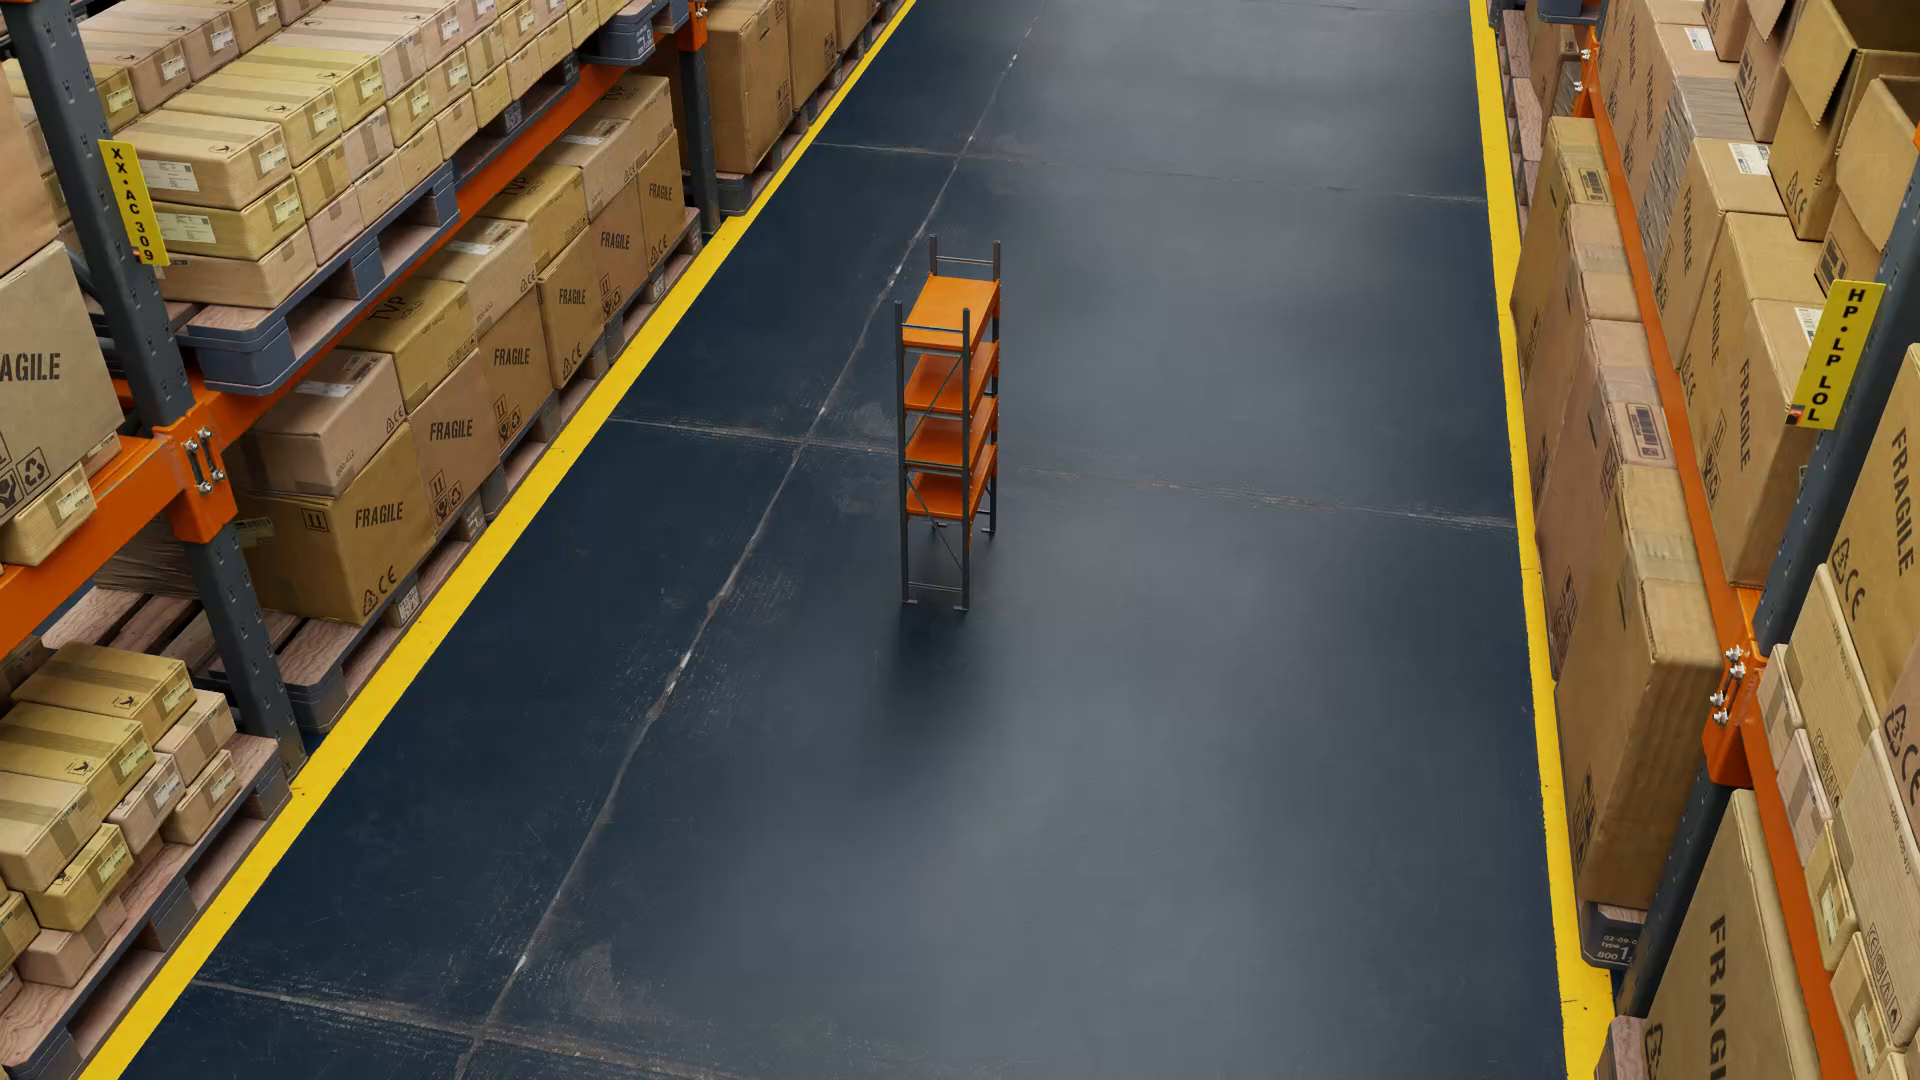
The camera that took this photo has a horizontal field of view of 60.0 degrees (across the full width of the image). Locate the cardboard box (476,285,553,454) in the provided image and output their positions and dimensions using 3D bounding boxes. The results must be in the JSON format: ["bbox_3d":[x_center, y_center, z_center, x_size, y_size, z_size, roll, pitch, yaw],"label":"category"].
[{"bbox_3d":[-1.942,-0.695,6.425,0.500,0.500,0.500,8,37,11],"label":"cardboard box"}]

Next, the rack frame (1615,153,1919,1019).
[{"bbox_3d":[2.255,0.139,3.503,1.000,3.000,0.127,7,37,10],"label":"rack frame"}]

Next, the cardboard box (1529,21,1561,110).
[{"bbox_3d":[3.572,-2.673,9.137,0.700,0.500,0.500,4,36,6],"label":"cardboard box"}]

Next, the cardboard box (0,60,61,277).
[{"bbox_3d":[-2.405,-0.804,3.612,0.500,0.500,0.500,6,36,8],"label":"cardboard box"}]

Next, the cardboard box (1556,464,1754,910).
[{"bbox_3d":[2.372,0.459,4.513,1.225,0.875,0.875,7,37,10],"label":"cardboard box"}]

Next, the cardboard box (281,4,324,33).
[{"bbox_3d":[-2.399,-1.739,5.696,0.380,0.149,0.250,7,37,10],"label":"cardboard box"}]

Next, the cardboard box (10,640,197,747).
[{"bbox_3d":[-2.391,0.439,4.653,0.380,0.149,0.250,8,37,11],"label":"cardboard box"}]

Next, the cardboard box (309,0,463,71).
[{"bbox_3d":[-1.815,-1.615,5.272,0.380,0.149,0.250,7,37,10],"label":"cardboard box"}]

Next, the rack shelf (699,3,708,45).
[{"bbox_3d":[-1.287,-3.690,9.398,1.077,0.370,4.000,7,37,10],"label":"rack shelf"}]

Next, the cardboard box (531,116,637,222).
[{"bbox_3d":[-1.702,-1.580,7.007,0.500,0.250,0.500,8,37,11],"label":"cardboard box"}]

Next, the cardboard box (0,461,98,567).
[{"bbox_3d":[-2.350,-0.085,4.025,0.380,0.149,0.250,6,36,9],"label":"cardboard box"}]

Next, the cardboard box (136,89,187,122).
[{"bbox_3d":[-2.566,-1.276,5.057,0.380,0.149,0.250,9,37,12],"label":"cardboard box"}]

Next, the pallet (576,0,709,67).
[{"bbox_3d":[-1.763,-2.335,7.079,1.213,0.211,1.003,7,37,10],"label":"pallet"}]

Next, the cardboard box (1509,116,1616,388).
[{"bbox_3d":[2.942,-1.071,6.625,1.225,0.875,0.875,6,36,8],"label":"cardboard box"}]

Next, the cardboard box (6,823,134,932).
[{"bbox_3d":[-2.411,0.856,4.331,0.380,0.149,0.250,6,36,8],"label":"cardboard box"}]

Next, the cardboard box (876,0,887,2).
[{"bbox_3d":[-0.905,-4.020,10.799,1.050,0.750,0.750,7,37,10],"label":"cardboard box"}]

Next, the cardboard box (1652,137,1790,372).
[{"bbox_3d":[2.305,-0.788,4.695,0.500,0.500,0.500,7,37,9],"label":"cardboard box"}]

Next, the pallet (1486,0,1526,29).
[{"bbox_3d":[4.073,-3.708,11.187,1.003,0.211,1.213,7,37,10],"label":"pallet"}]

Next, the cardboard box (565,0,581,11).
[{"bbox_3d":[-1.594,-2.093,6.184,0.380,0.149,0.250,7,37,10],"label":"cardboard box"}]

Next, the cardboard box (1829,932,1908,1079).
[{"bbox_3d":[1.701,0.821,2.775,0.380,0.149,0.250,6,36,9],"label":"cardboard box"}]

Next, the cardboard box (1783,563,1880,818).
[{"bbox_3d":[1.899,0.315,3.133,0.500,0.250,0.500,7,36,9],"label":"cardboard box"}]

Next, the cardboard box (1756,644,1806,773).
[{"bbox_3d":[1.867,0.368,3.400,0.380,0.149,0.250,7,37,10],"label":"cardboard box"}]

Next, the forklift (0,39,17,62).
[{"bbox_3d":[-4.392,-1.994,6.504,1.130,2.935,3.031,8,37,10],"label":"forklift"}]

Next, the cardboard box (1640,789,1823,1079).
[{"bbox_3d":[2.036,1.197,3.495,0.875,0.875,0.875,7,37,10],"label":"cardboard box"}]

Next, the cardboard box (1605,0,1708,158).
[{"bbox_3d":[2.632,-1.655,5.892,0.500,0.500,0.500,6,36,9],"label":"cardboard box"}]

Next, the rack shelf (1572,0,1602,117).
[{"bbox_3d":[3.536,-3.010,8.460,1.077,0.370,4.000,7,37,10],"label":"rack shelf"}]

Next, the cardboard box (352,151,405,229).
[{"bbox_3d":[-1.925,-1.080,5.040,0.380,0.149,0.250,8,37,10],"label":"cardboard box"}]

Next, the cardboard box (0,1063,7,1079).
[{"bbox_3d":[-2.541,1.304,3.966,0.380,0.149,0.250,7,37,10],"label":"cardboard box"}]

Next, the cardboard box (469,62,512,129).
[{"bbox_3d":[-1.762,-1.527,5.657,0.380,0.149,0.250,7,36,9],"label":"cardboard box"}]

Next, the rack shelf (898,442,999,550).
[{"bbox_3d":[-0.035,-0.176,5.923,0.258,0.148,0.480,7,37,10],"label":"rack shelf"}]

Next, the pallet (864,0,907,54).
[{"bbox_3d":[-0.951,-3.547,10.964,1.003,0.211,1.213,7,37,10],"label":"pallet"}]

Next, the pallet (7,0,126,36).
[{"bbox_3d":[-6.141,-3.413,10.779,1.003,0.211,1.213,7,37,10],"label":"pallet"}]

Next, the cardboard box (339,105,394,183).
[{"bbox_3d":[-1.927,-1.195,4.945,0.380,0.149,0.250,8,37,11],"label":"cardboard box"}]

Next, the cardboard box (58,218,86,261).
[{"bbox_3d":[-2.678,-0.862,4.739,0.380,0.149,0.250,7,36,9],"label":"cardboard box"}]

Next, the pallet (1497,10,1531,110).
[{"bbox_3d":[3.799,-2.872,10.033,1.003,0.211,1.213,7,37,10],"label":"pallet"}]

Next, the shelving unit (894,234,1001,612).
[{"bbox_3d":[-0.035,-0.391,5.767,0.258,1.200,0.503,7,37,10],"label":"shelving unit"}]

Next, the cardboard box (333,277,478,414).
[{"bbox_3d":[-2.042,-0.699,5.791,0.500,0.250,0.500,8,37,11],"label":"cardboard box"}]

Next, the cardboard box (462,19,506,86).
[{"bbox_3d":[-1.760,-1.651,5.575,0.380,0.149,0.250,7,36,9],"label":"cardboard box"}]

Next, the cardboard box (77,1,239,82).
[{"bbox_3d":[-2.504,-1.558,5.192,0.380,0.149,0.250,7,37,10],"label":"cardboard box"}]

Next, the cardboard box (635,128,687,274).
[{"bbox_3d":[-1.600,-1.582,7.649,0.500,0.500,0.500,7,37,10],"label":"cardboard box"}]

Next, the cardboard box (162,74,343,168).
[{"bbox_3d":[-1.982,-1.179,4.670,0.380,0.149,0.250,8,37,11],"label":"cardboard box"}]

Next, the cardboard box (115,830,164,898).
[{"bbox_3d":[-2.457,0.849,4.594,0.380,0.149,0.250,8,37,11],"label":"cardboard box"}]

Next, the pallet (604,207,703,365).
[{"bbox_3d":[-1.883,-1.257,7.805,1.003,0.211,1.213,7,37,10],"label":"pallet"}]

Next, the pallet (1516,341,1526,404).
[{"bbox_3d":[2.867,-0.583,6.875,1.003,0.211,1.213,7,37,10],"label":"pallet"}]

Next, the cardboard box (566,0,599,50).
[{"bbox_3d":[-1.593,-1.976,6.276,0.380,0.149,0.250,6,36,8],"label":"cardboard box"}]

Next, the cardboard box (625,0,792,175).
[{"bbox_3d":[-1.497,-2.431,8.608,1.050,0.750,0.750,7,36,9],"label":"cardboard box"}]

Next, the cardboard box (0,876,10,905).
[{"bbox_3d":[-2.584,0.873,4.054,0.380,0.149,0.250,8,37,11],"label":"cardboard box"}]

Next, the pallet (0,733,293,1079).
[{"bbox_3d":[-2.678,0.977,4.722,1.003,0.211,1.213,7,37,10],"label":"pallet"}]

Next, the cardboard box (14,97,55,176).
[{"bbox_3d":[-2.674,-1.105,4.568,0.380,0.149,0.250,9,37,12],"label":"cardboard box"}]

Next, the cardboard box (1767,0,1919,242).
[{"bbox_3d":[2.541,-1.067,4.227,0.797,0.503,0.637,8,37,10],"label":"cardboard box"}]

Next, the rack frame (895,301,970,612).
[{"bbox_3d":[-0.087,-0.251,5.574,0.240,1.200,0.015,7,37,10],"label":"rack frame"}]

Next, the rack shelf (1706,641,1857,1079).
[{"bbox_3d":[1.828,1.576,2.132,1.077,0.370,4.000,7,37,10],"label":"rack shelf"}]
